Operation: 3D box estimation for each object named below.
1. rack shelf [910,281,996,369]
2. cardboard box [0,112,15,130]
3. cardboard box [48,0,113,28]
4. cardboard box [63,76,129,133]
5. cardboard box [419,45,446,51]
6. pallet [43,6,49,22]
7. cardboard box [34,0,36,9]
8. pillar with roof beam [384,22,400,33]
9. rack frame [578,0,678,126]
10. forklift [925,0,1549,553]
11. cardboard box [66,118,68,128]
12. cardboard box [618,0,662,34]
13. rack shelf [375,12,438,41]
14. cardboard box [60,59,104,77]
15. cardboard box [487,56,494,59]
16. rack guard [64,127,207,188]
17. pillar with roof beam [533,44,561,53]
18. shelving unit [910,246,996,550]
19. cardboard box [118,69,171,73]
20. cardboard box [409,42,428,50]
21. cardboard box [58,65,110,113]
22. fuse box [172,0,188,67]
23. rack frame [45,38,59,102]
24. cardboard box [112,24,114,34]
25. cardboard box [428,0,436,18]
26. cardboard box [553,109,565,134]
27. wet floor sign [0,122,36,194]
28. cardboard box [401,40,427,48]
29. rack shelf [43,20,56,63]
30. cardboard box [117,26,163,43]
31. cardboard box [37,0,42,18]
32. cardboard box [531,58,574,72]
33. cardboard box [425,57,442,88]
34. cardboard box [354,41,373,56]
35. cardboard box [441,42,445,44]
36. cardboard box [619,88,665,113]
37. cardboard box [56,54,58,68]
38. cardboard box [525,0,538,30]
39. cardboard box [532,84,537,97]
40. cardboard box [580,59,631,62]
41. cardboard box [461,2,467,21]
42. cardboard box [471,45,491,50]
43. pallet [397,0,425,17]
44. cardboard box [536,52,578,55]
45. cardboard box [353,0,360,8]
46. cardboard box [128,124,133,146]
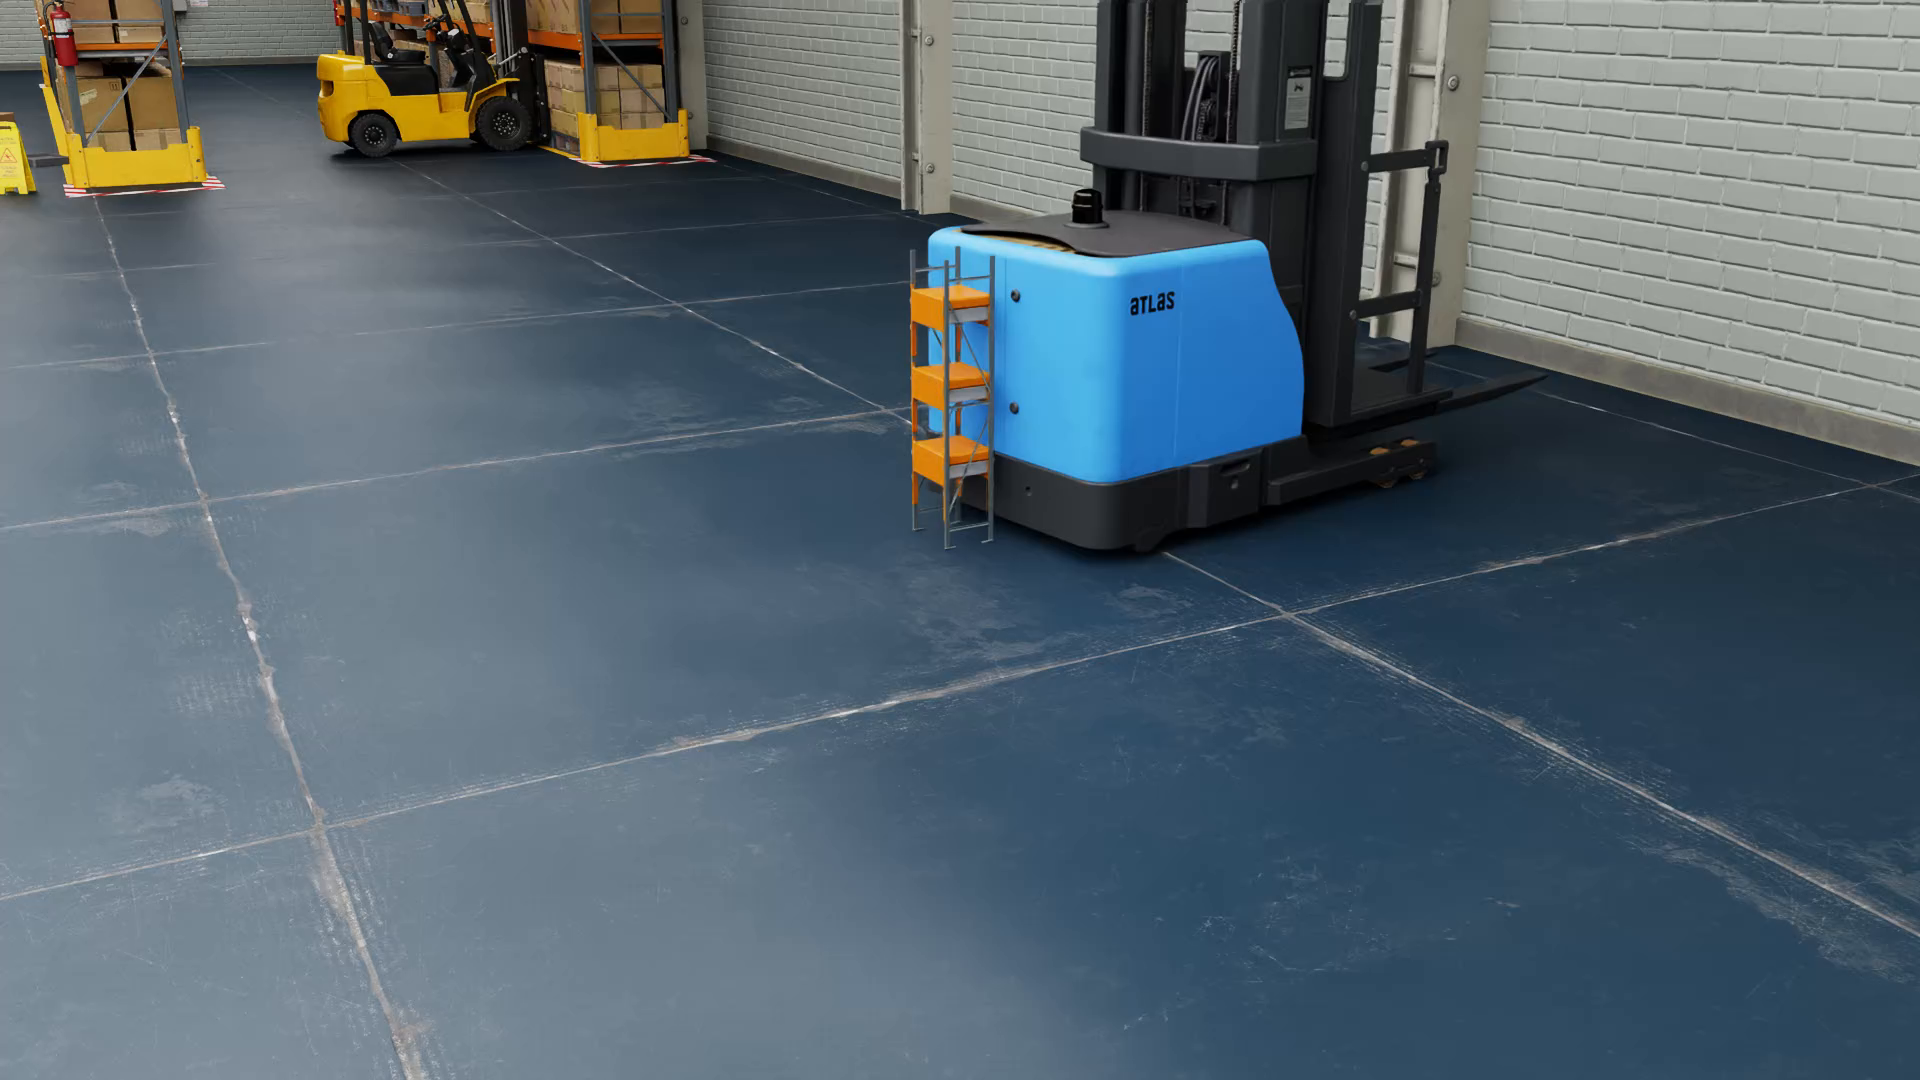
[{"bbox_3d":[-0.027,-0.769,5.914,0.215,0.259,0.240,-11,22,-28],"label":"rack shelf"},{"bbox_3d":[-10.551,-4.334,17.922,0.500,0.500,0.500,4,19,11],"label":"cardboard box"},{"bbox_3d":[-8.463,-5.186,15.952,0.500,0.500,0.500,-10,22,-28],"label":"cardboard box"},{"bbox_3d":[-8.573,-4.328,16.496,0.500,0.500,0.500,-10,21,-26],"label":"cardboard box"},{"bbox_3d":[-8.010,-7.451,25.320,0.380,0.149,0.250,-11,22,-29],"label":"cardboard box"},{"bbox_3d":[-11.330,-6.903,21.831,1.213,0.211,1.003,-10,21,-27],"label":"pallet"},{"bbox_3d":[-15.586,-9.343,28.455,0.500,0.500,0.500,-10,21,-27],"label":"cardboard box"},{"bbox_3d":[-15.470,-13.331,30.968,9.100,9.000,0.400,-10,21,-27],"label":"pillar with roof beam"},{"bbox_3d":[-3.596,-5.655,17.920,1.000,3.000,0.127,-10,21,-27],"label":"rack frame"},{"bbox_3d":[1.329,-1.712,6.601,3.031,2.935,1.130,-15,24,-37],"label":"forklift"},{"bbox_3d":[-9.557,-4.569,18.346,0.500,0.250,0.500,-9,21,-24],"label":"cardboard box"},{"bbox_3d":[-3.587,-5.887,18.441,0.500,0.500,0.500,-9,21,-25],"label":"cardboard box"},{"bbox_3d":[-8.345,-8.185,26.357,1.077,0.370,4.000,-10,21,-27],"label":"rack shelf"},{"bbox_3d":[-8.806,-4.729,16.666,0.380,0.149,0.250,-9,21,-25],"label":"cardboard box"},{"bbox_3d":[-6.115,-6.251,22.645,0.875,0.625,0.625,-10,22,-27],"label":"cardboard box"},{"bbox_3d":[-7.999,-3.725,16.160,1.175,0.500,0.348,-10,21,-27],"label":"rack guard"},{"bbox_3d":[-9.772,-9.886,20.985,9.100,9.000,0.400,-10,21,-27],"label":"pillar with roof beam"},{"bbox_3d":[-0.027,-0.511,6.003,0.215,1.050,0.252,-11,22,-28],"label":"shelving unit"},{"bbox_3d":[-8.598,-4.714,17.616,0.500,0.500,0.500,-10,21,-26],"label":"cardboard box"},{"bbox_3d":[-8.458,-7.762,26.222,0.380,0.149,0.250,-11,22,-29],"label":"cardboard box"},{"bbox_3d":[-9.555,-4.923,18.222,0.500,0.500,0.500,-9,21,-24],"label":"cardboard box"},{"bbox_3d":[-16.341,-10.767,34.712,0.539,1.711,0.414,-10,21,-27],"label":"fuse box"},{"bbox_3d":[-13.661,-8.330,25.672,1.000,3.000,0.127,-10,21,-27],"label":"rack frame"},{"bbox_3d":[-9.156,-5.638,18.258,0.380,0.149,0.250,-10,22,-27],"label":"cardboard box"},{"bbox_3d":[-7.400,-7.715,24.121,0.500,0.250,0.500,-10,21,-26],"label":"cardboard box"},{"bbox_3d":[-4.325,-4.784,18.967,0.500,0.250,0.500,-10,21,-27],"label":"cardboard box"},{"bbox_3d":[-8.815,-3.552,15.435,0.267,0.644,0.232,-3,19,-8],"label":"wet floor sign"},{"bbox_3d":[-8.885,-8.063,27.093,0.380,0.149,0.250,-10,22,-28],"label":"cardboard box"},{"bbox_3d":[-10.812,-6.267,20.798,1.077,0.370,4.000,-10,21,-27],"label":"rack shelf"},{"bbox_3d":[-7.942,-4.896,16.106,0.380,0.149,0.250,-10,21,-26],"label":"cardboard box"},{"bbox_3d":[-12.979,-7.649,23.929,0.500,0.250,0.500,-10,22,-28],"label":"cardboard box"},{"bbox_3d":[-4.820,-5.546,19.643,0.500,0.250,0.500,-10,22,-28],"label":"cardboard box"},{"bbox_3d":[-7.785,-7.056,25.170,0.500,0.500,0.500,-9,21,-25],"label":"cardboard box"},{"bbox_3d":[-10.616,-8.823,30.290,0.700,0.500,0.500,-9,21,-24],"label":"cardboard box"},{"bbox_3d":[-8.030,-7.836,26.435,0.380,0.149,0.250,-10,21,-26],"label":"cardboard box"},{"bbox_3d":[-3.637,-4.957,18.703,0.500,0.250,0.500,-10,21,-26],"label":"cardboard box"},{"bbox_3d":[-9.568,-5.189,17.999,0.380,0.149,0.250,-9,21,-25],"label":"cardboard box"},{"bbox_3d":[-4.792,-6.243,19.471,0.500,0.500,0.500,-10,21,-26],"label":"cardboard box"},{"bbox_3d":[-4.829,-5.316,19.743,0.500,0.250,0.500,-10,21,-27],"label":"cardboard box"},{"bbox_3d":[-4.127,-5.482,19.457,0.500,0.250,0.500,-10,21,-27],"label":"cardboard box"},{"bbox_3d":[-6.418,-7.127,22.417,0.500,0.250,0.500,-10,21,-26],"label":"cardboard box"},{"bbox_3d":[-7.369,-7.473,25.383,0.380,0.149,0.250,-9,21,-24],"label":"cardboard box"},{"bbox_3d":[-7.779,-8.044,25.140,1.213,0.211,1.003,-10,21,-27],"label":"pallet"},{"bbox_3d":[-5.092,-6.063,21.142,0.500,0.250,0.500,-10,21,-26],"label":"cardboard box"},{"bbox_3d":[-10.569,-9.542,29.572,0.380,0.149,0.250,-9,21,-25],"label":"cardboard box"},{"bbox_3d":[-8.609,-4.360,17.741,0.500,0.250,0.500,-8,21,-23],"label":"cardboard box"}]
